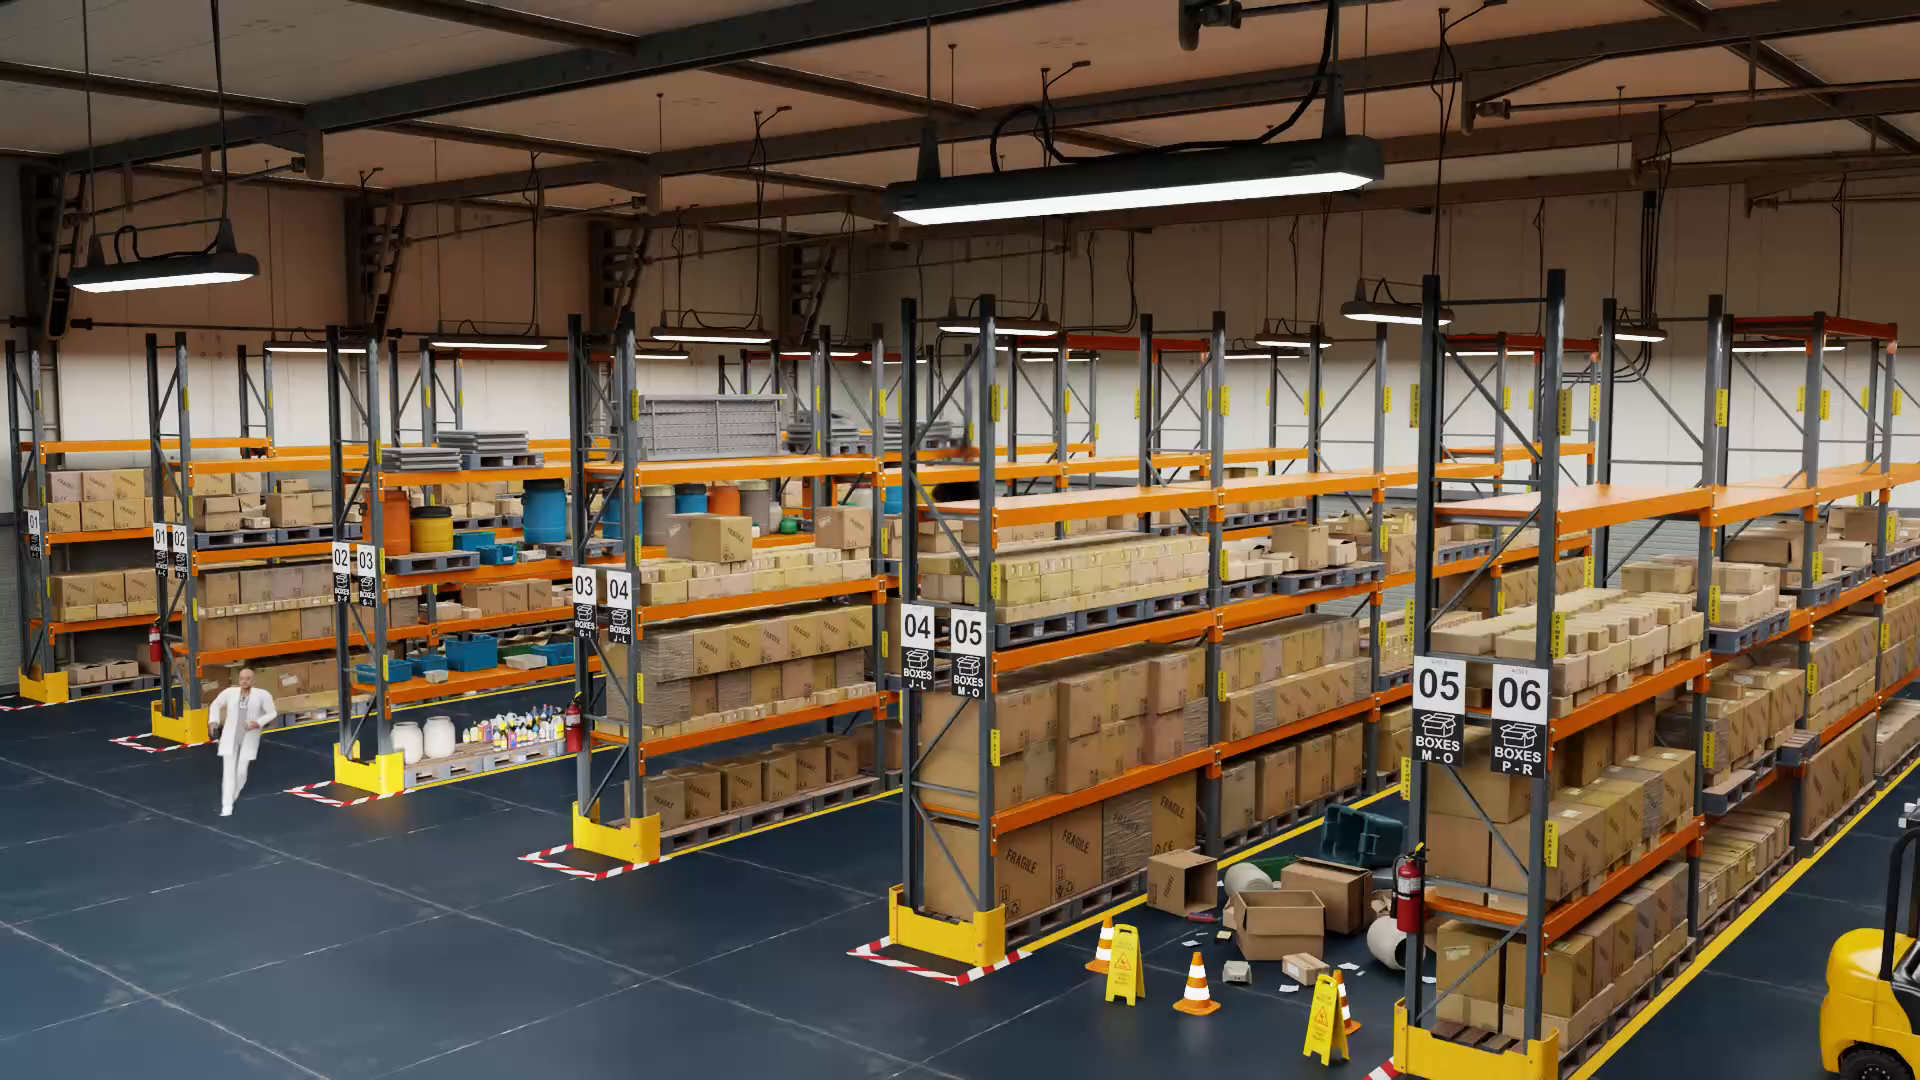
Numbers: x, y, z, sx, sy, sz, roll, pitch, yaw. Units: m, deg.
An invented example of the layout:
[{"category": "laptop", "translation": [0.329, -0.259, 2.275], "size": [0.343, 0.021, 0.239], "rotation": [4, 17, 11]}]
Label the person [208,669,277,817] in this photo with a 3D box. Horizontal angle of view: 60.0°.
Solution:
[{"category": "person", "translation": [-8.850, 2.456, 20.551], "size": [0.773, 1.748, 0.848], "rotation": [-2, 5, -17]}]
